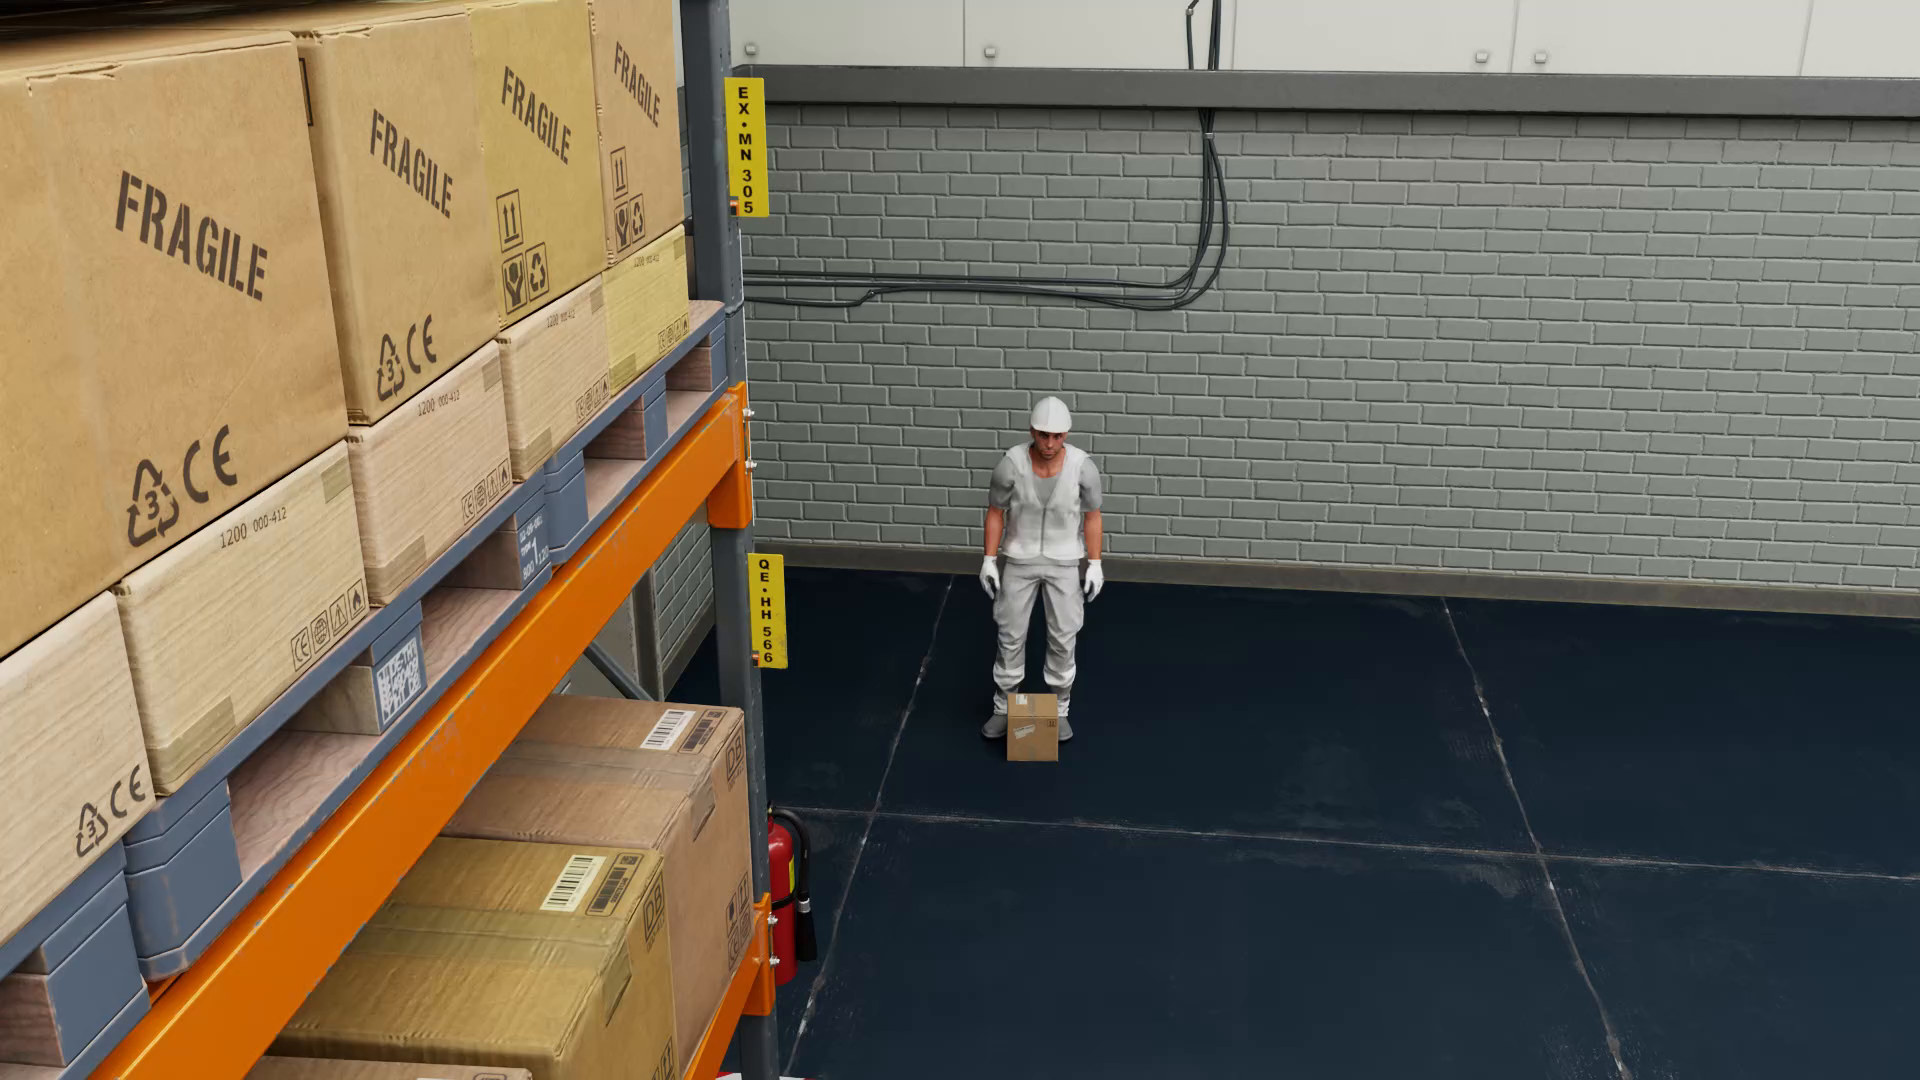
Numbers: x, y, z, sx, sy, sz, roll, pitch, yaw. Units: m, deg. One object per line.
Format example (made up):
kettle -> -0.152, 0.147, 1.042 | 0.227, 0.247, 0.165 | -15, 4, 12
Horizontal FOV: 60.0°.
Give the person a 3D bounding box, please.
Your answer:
person -> 0.405, 0.139, 8.200 | 0.616, 1.778, 0.453 | 1, 21, 3
